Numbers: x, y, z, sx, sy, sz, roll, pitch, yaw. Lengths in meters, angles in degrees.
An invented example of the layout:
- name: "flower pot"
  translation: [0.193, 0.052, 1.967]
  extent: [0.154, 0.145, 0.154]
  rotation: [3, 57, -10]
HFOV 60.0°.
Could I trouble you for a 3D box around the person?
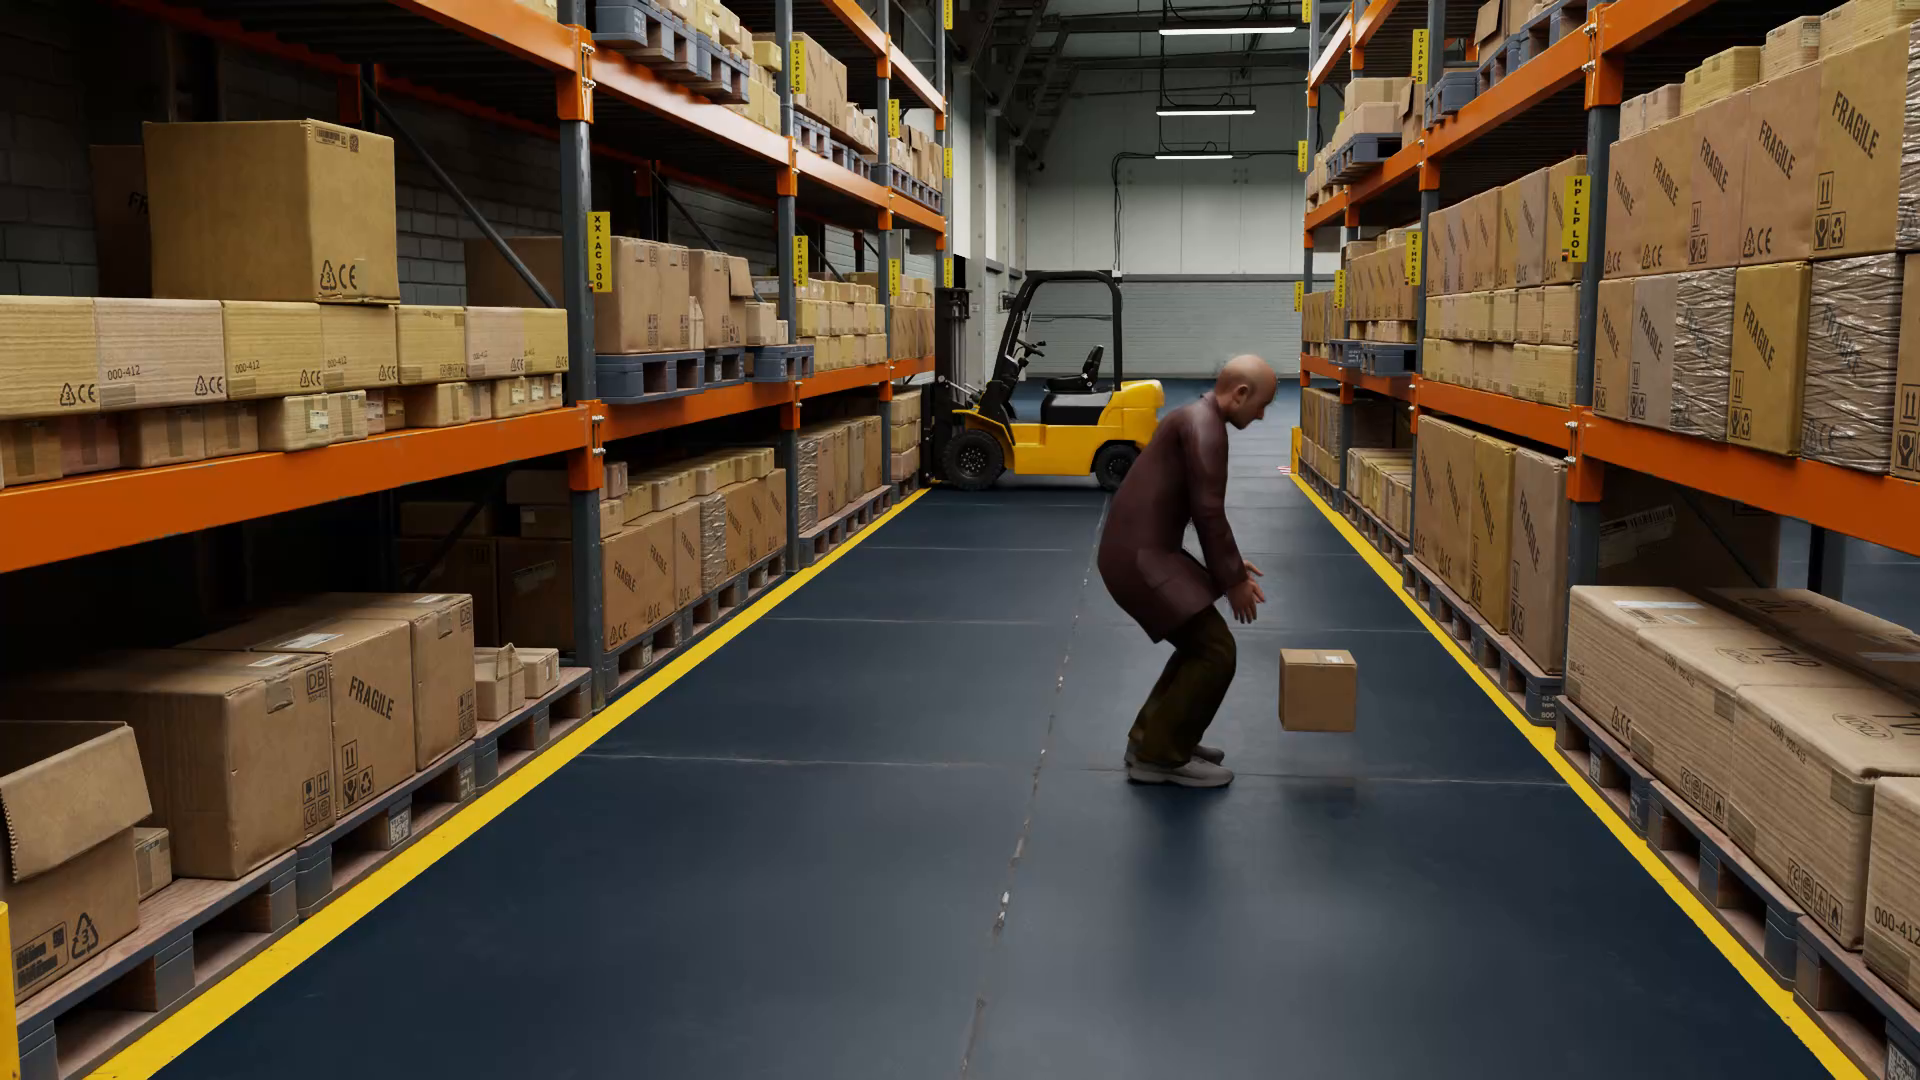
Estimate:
- name: "person"
  translation: [0.817, 0.102, 6.058]
  extent: [0.636, 1.526, 0.626]
  rotation: [1, 7, 7]
